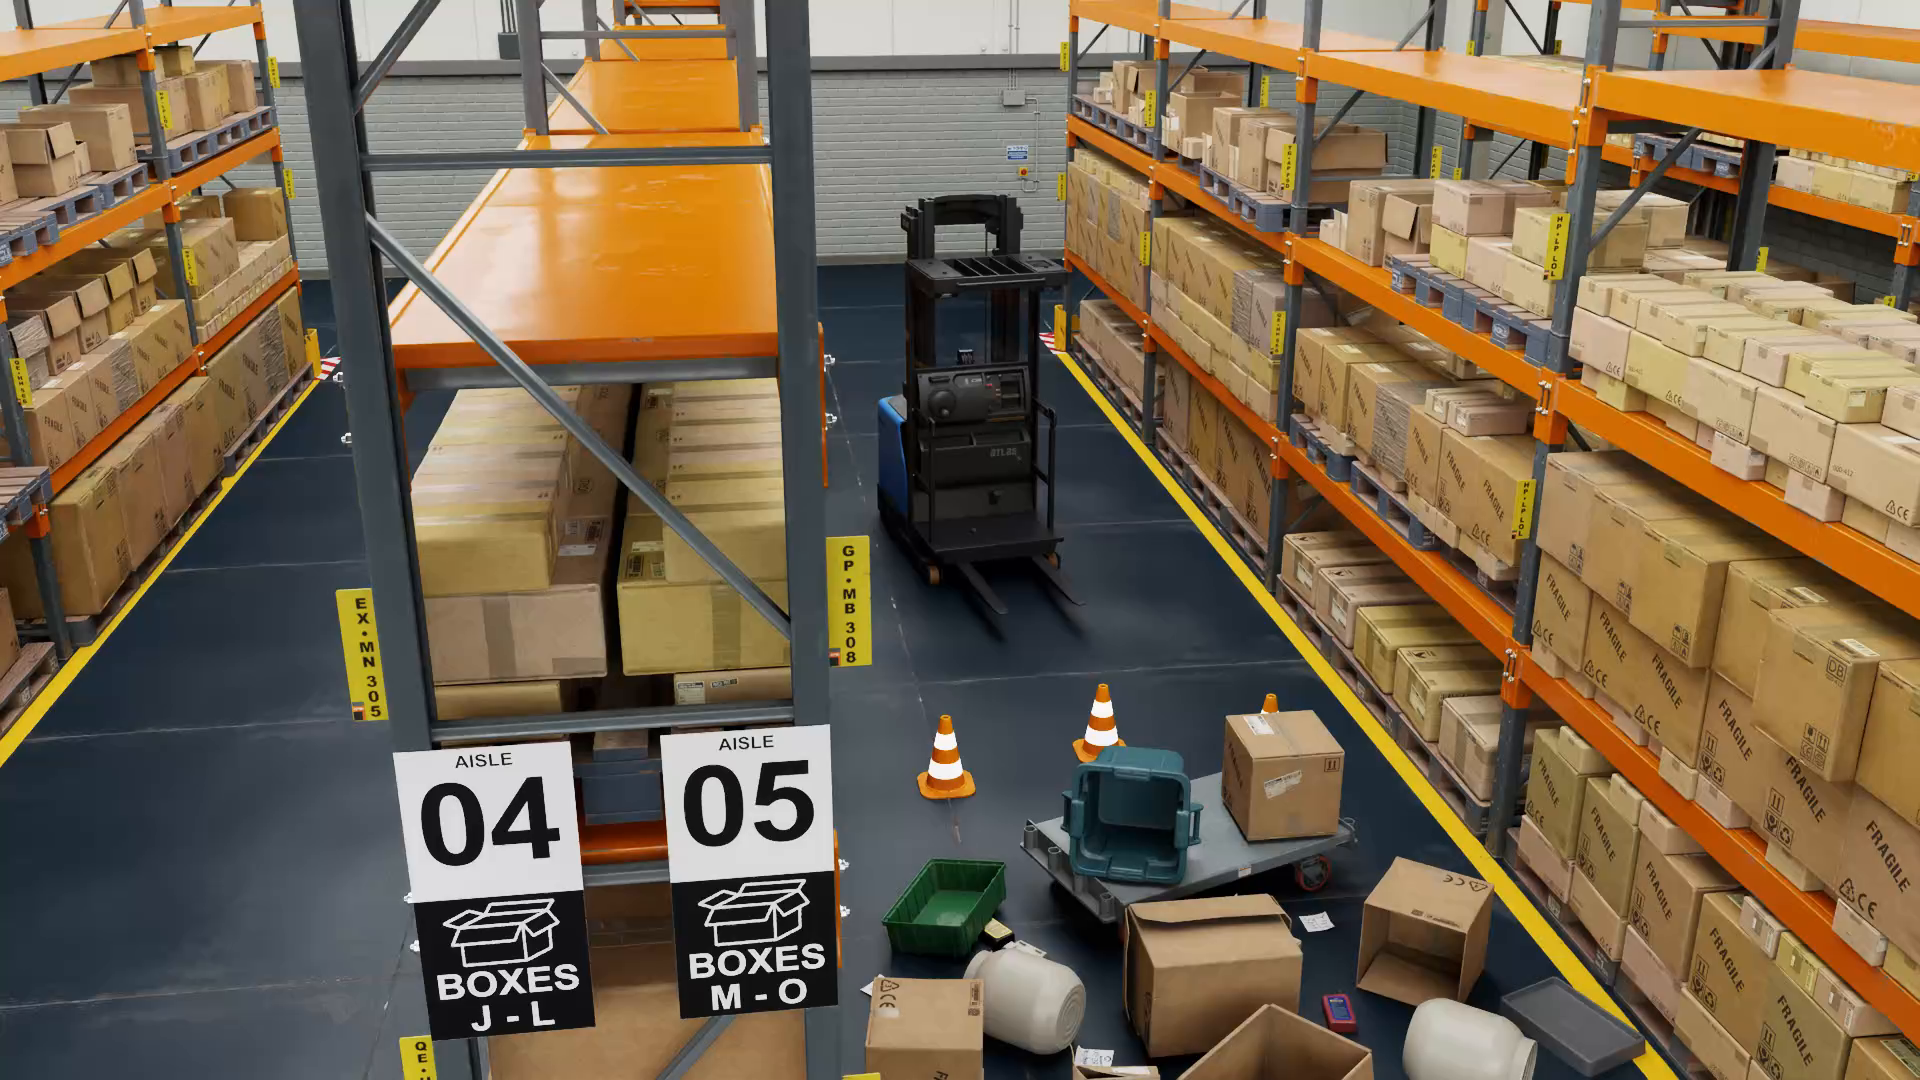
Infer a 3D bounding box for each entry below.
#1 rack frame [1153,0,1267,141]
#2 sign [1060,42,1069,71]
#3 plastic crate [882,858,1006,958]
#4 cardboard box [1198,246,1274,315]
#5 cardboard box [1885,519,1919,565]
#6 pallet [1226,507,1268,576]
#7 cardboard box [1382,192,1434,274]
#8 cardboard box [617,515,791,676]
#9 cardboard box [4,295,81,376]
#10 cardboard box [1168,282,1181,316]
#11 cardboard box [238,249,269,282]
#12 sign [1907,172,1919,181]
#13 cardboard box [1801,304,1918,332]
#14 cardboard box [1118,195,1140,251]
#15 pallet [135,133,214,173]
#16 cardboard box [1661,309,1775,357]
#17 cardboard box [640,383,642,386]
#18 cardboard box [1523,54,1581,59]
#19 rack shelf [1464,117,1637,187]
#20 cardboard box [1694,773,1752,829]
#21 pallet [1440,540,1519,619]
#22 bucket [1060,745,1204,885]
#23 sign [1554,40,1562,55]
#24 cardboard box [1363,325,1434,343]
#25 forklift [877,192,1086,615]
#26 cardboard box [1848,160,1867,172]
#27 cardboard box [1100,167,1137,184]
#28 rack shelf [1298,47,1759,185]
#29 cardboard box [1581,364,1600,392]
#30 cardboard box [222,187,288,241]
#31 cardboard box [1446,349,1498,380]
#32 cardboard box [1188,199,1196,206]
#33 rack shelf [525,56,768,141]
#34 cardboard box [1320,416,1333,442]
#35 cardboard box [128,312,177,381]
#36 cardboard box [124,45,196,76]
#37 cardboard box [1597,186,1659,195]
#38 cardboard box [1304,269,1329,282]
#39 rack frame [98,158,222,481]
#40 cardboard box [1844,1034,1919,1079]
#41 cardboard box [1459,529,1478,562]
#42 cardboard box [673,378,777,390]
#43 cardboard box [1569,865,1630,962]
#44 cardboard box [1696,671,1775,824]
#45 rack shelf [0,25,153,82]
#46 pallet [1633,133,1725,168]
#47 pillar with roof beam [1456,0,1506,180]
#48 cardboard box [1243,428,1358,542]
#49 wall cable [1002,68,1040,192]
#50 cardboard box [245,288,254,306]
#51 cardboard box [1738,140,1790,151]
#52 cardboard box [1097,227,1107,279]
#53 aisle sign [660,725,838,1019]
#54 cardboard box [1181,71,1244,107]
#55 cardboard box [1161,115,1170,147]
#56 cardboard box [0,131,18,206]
[{"bbox_3d":[2.345,-5.227,15.349,1.000,3.000,0.127,-3,21,-8],"label":"rack frame"},{"bbox_3d":[1.218,-5.627,19.345,0.100,0.325,0.005,-3,21,-8],"label":"sign"},{"bbox_3d":[-0.064,1.923,8.718,0.450,0.188,0.662,-2,18,24],"label":"plastic crate"},{"bbox_3d":[2.375,-2.237,14.348,0.500,0.500,0.500,-3,21,-9],"label":"cardboard box"},{"bbox_3d":[3.620,-0.012,6.032,0.380,0.149,0.250,-3,21,-8],"label":"cardboard box"},{"bbox_3d":[2.882,-0.002,13.919,1.003,0.211,1.213,-3,21,-8],"label":"pallet"},{"bbox_3d":[3.169,-1.958,10.737,0.797,0.503,0.637,-3,21,-8],"label":"cardboard box"},{"bbox_3d":[-0.625,0.125,4.353,0.500,0.250,0.500,-3,21,-8],"label":"cardboard box"},{"bbox_3d":[-7.066,-1.528,12.444,0.797,0.503,0.637,-2,21,-6],"label":"cardboard box"},{"bbox_3d":[2.232,-2.235,15.412,0.500,0.250,0.500,-3,21,-7],"label":"cardboard box"},{"bbox_3d":[-7.560,-2.864,17.387,0.500,0.250,0.500,-4,21,-10],"label":"cardboard box"},{"bbox_3d":[7.295,-2.904,12.677,0.100,0.325,0.005,-3,21,-8],"label":"sign"},{"bbox_3d":[3.989,-0.945,7.391,0.380,0.149,0.250,-2,21,-6],"label":"cardboard box"},{"bbox_3d":[1.938,-3.257,17.078,0.500,0.500,0.500,-3,21,-9],"label":"cardboard box"},{"bbox_3d":[-7.569,-3.564,15.311,1.003,0.211,1.213,-3,21,-8],"label":"pallet"},{"bbox_3d":[3.327,-0.909,7.296,0.380,0.149,0.250,-3,21,-8],"label":"cardboard box"},{"bbox_3d":[-1.518,-0.722,6.620,0.500,0.250,0.500,-3,21,-8],"label":"cardboard box"},{"bbox_3d":[7.020,-5.622,19.768,0.500,0.250,0.500,-3,21,-9],"label":"cardboard box"},{"bbox_3d":[6.968,-4.429,18.527,1.077,0.370,4.000,-3,21,-8],"label":"rack shelf"},{"bbox_3d":[3.465,1.126,7.274,0.380,0.149,0.250,-3,21,-8],"label":"cardboard box"},{"bbox_3d":[3.532,0.171,9.744,1.003,0.211,1.213,-3,21,-8],"label":"pallet"},{"bbox_3d":[0.915,1.390,8.712,0.726,0.611,0.620,4,11,11],"label":"bucket"},{"bbox_3d":[7.231,-5.894,20.157,0.100,0.325,0.005,-3,21,-8],"label":"sign"},{"bbox_3d":[3.262,-1.271,12.164,0.500,0.500,0.500,-4,21,-9],"label":"cardboard box"},{"bbox_3d":[0.178,-1.164,13.144,1.130,2.935,3.031,-6,21,-16],"label":"forklift"},{"bbox_3d":[7.513,-3.098,13.582,0.380,0.149,0.250,-2,21,-7],"label":"cardboard box"},{"bbox_3d":[1.727,-3.944,17.991,0.380,0.149,0.250,-3,21,-9],"label":"cardboard box"},{"bbox_3d":[3.210,-2.625,9.983,1.077,0.370,4.000,-3,21,-8],"label":"rack shelf"},{"bbox_3d":[3.298,-0.812,8.176,0.380,0.149,0.250,-3,21,-9],"label":"cardboard box"},{"bbox_3d":[-7.708,-3.566,18.195,0.500,0.500,0.500,-3,21,-7],"label":"cardboard box"},{"bbox_3d":[3.436,-1.166,10.955,0.380,0.149,0.250,-4,21,-10],"label":"cardboard box"},{"bbox_3d":[2.503,-3.446,16.656,0.380,0.149,0.250,-3,21,-7],"label":"cardboard box"},{"bbox_3d":[-1.674,-2.340,9.220,1.077,0.370,4.000,-3,21,-8],"label":"rack shelf"},{"bbox_3d":[2.785,-0.792,11.808,0.380,0.149,0.250,-4,21,-11],"label":"cardboard box"},{"bbox_3d":[-7.060,-1.643,14.186,0.500,0.500,0.500,-2,21,-6],"label":"cardboard box"},{"bbox_3d":[-7.757,-4.648,16.130,0.500,0.250,0.500,-4,21,-9],"label":"cardboard box"},{"bbox_3d":[7.305,-3.617,18.332,0.500,0.500,0.500,-3,21,-9],"label":"cardboard box"},{"bbox_3d":[3.011,-1.901,13.447,0.500,0.500,0.500,-3,21,-8],"label":"cardboard box"},{"bbox_3d":[-7.462,-1.916,15.060,1.000,3.000,0.127,-3,21,-8],"label":"rack frame"},{"bbox_3d":[3.701,2.214,6.258,0.500,0.500,0.500,-3,21,-7],"label":"cardboard box"},{"bbox_3d":[3.130,0.018,9.639,0.380,0.149,0.250,-4,21,-9],"label":"cardboard box"},{"bbox_3d":[-0.725,-0.453,5.332,0.380,0.149,0.250,-3,21,-8],"label":"cardboard box"},{"bbox_3d":[3.404,1.847,8.313,0.500,0.250,0.500,-2,21,-5],"label":"cardboard box"},{"bbox_3d":[3.533,0.855,7.072,0.500,0.500,0.500,-3,21,-7],"label":"cardboard box"},{"bbox_3d":[-7.174,-3.510,12.352,1.077,0.370,4.000,-3,21,-8],"label":"rack shelf"},{"bbox_3d":[7.281,-3.756,15.966,1.213,0.211,1.003,-3,21,-8],"label":"pallet"},{"bbox_3d":[2.923,-7.625,21.770,9.100,9.000,0.400,-3,21,-8],"label":"pillar with roof beam"},{"bbox_3d":[2.904,-0.476,13.640,0.875,0.875,0.875,-3,21,-8],"label":"cardboard box"},{"bbox_3d":[0.932,-6.243,25.147,0.585,1.953,0.123,-3,21,-8],"label":"wall cable"},{"bbox_3d":[-7.402,-2.458,16.868,0.380,0.149,0.250,-4,21,-9],"label":"cardboard box"},{"bbox_3d":[7.152,-3.545,14.748,0.380,0.149,0.250,-2,21,-7],"label":"cardboard box"},{"bbox_3d":[1.798,-3.144,18.204,0.500,0.500,0.500,-2,21,-6],"label":"cardboard box"},{"bbox_3d":[-0.502,0.815,4.032,0.394,0.787,0.004,-3,21,-8],"label":"aisle sign"},{"bbox_3d":[2.468,-4.326,16.339,0.500,0.500,0.500,-3,21,-7],"label":"cardboard box"},{"bbox_3d":[2.070,-3.764,15.313,0.396,0.266,0.258,-3,21,-8],"label":"cardboard box"},{"bbox_3d":[-7.256,-2.682,12.080,0.500,0.500,0.500,-2,21,-5],"label":"cardboard box"}]
